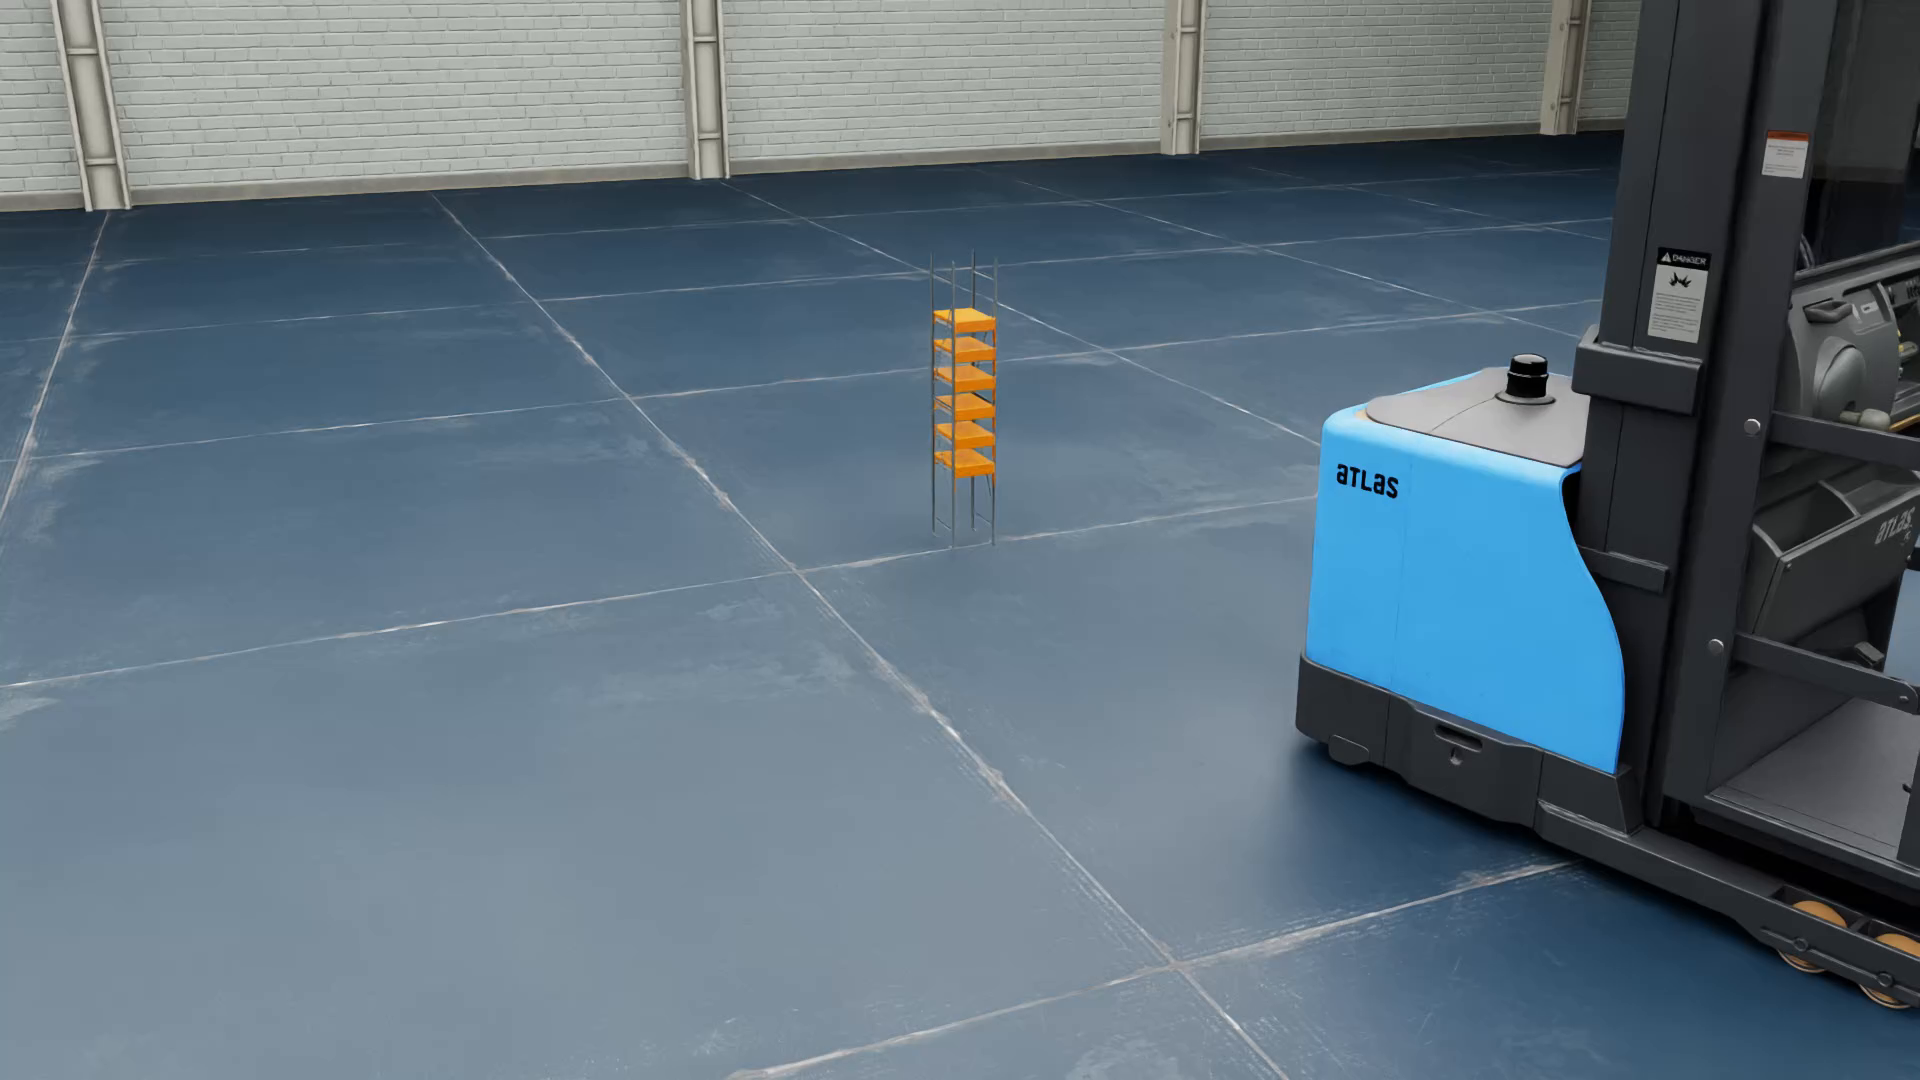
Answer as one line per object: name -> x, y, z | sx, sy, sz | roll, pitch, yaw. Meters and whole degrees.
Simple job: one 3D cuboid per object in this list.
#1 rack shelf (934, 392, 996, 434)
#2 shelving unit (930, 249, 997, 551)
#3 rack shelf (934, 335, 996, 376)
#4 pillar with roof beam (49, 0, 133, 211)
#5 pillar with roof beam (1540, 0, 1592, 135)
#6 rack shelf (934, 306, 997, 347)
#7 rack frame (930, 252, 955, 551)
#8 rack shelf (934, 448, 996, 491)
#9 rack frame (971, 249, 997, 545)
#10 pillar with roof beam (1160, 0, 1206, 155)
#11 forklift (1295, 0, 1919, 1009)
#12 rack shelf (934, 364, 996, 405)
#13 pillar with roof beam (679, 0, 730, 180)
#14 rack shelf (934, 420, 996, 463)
rack shelf -> 0.013, -0.526, 6.843 | 0.180, 0.103, 0.258 | -8, 21, -22
shelving unit -> 0.013, -0.568, 6.828 | 0.189, 1.200, 0.258 | -8, 21, -22
rack shelf -> 0.013, -0.752, 6.763 | 0.180, 0.103, 0.258 | -8, 21, -22
pillar with roof beam -> -6.586, -6.167, 10.987 | 0.400, 9.000, 9.100 | -8, 21, -22
pillar with roof beam -> 9.942, -8.535, 17.712 | 0.400, 9.000, 9.100 | -8, 21, -22
rack shelf -> 0.013, -0.866, 6.723 | 0.180, 0.103, 0.258 | -8, 21, -22
rack frame -> -0.071, -0.556, 6.794 | 0.006, 1.200, 0.240 | -8, 21, -22
rack shelf -> 0.013, -0.300, 6.923 | 0.180, 0.103, 0.258 | -8, 21, -22
rack frame -> 0.097, -0.580, 6.862 | 0.006, 1.200, 0.240 | -8, 21, -22
pillar with roof beam -> 4.433, -7.746, 15.471 | 0.400, 9.000, 9.100 | -8, 21, -22
forklift -> 2.390, -0.475, 3.957 | 1.130, 2.935, 3.031 | -16, 25, -38
rack shelf -> 0.013, -0.639, 6.803 | 0.180, 0.103, 0.258 | -8, 21, -22
pillar with roof beam -> -1.076, -6.956, 13.229 | 0.400, 9.000, 9.100 | -8, 21, -22
rack shelf -> 0.013, -0.413, 6.883 | 0.180, 0.103, 0.258 | -8, 21, -22
